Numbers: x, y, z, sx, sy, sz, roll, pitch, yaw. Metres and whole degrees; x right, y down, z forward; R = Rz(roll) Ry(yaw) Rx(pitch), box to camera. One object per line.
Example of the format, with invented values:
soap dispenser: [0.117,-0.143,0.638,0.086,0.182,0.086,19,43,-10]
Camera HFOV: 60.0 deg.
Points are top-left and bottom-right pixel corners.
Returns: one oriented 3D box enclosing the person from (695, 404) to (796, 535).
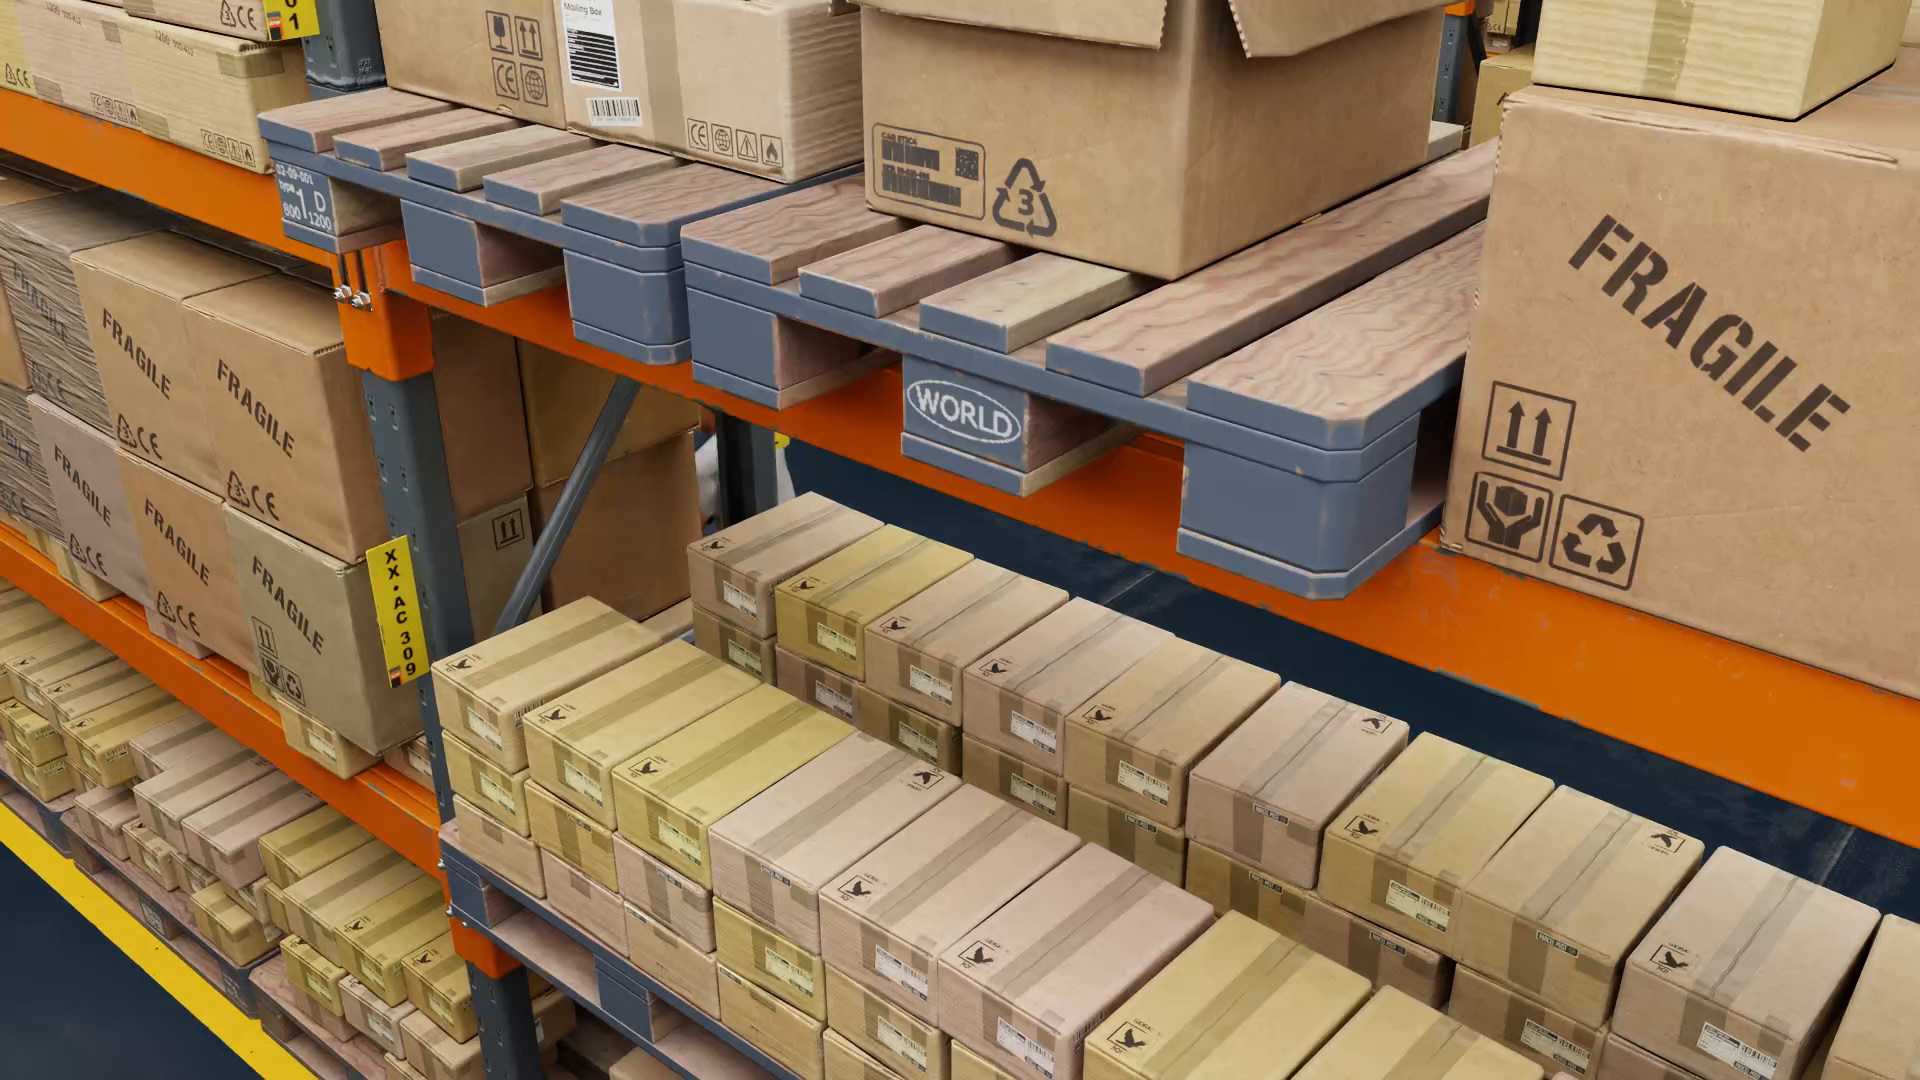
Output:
person: [-0.794,0.112,6.026,0.467,1.573,0.475,22,34,35]
